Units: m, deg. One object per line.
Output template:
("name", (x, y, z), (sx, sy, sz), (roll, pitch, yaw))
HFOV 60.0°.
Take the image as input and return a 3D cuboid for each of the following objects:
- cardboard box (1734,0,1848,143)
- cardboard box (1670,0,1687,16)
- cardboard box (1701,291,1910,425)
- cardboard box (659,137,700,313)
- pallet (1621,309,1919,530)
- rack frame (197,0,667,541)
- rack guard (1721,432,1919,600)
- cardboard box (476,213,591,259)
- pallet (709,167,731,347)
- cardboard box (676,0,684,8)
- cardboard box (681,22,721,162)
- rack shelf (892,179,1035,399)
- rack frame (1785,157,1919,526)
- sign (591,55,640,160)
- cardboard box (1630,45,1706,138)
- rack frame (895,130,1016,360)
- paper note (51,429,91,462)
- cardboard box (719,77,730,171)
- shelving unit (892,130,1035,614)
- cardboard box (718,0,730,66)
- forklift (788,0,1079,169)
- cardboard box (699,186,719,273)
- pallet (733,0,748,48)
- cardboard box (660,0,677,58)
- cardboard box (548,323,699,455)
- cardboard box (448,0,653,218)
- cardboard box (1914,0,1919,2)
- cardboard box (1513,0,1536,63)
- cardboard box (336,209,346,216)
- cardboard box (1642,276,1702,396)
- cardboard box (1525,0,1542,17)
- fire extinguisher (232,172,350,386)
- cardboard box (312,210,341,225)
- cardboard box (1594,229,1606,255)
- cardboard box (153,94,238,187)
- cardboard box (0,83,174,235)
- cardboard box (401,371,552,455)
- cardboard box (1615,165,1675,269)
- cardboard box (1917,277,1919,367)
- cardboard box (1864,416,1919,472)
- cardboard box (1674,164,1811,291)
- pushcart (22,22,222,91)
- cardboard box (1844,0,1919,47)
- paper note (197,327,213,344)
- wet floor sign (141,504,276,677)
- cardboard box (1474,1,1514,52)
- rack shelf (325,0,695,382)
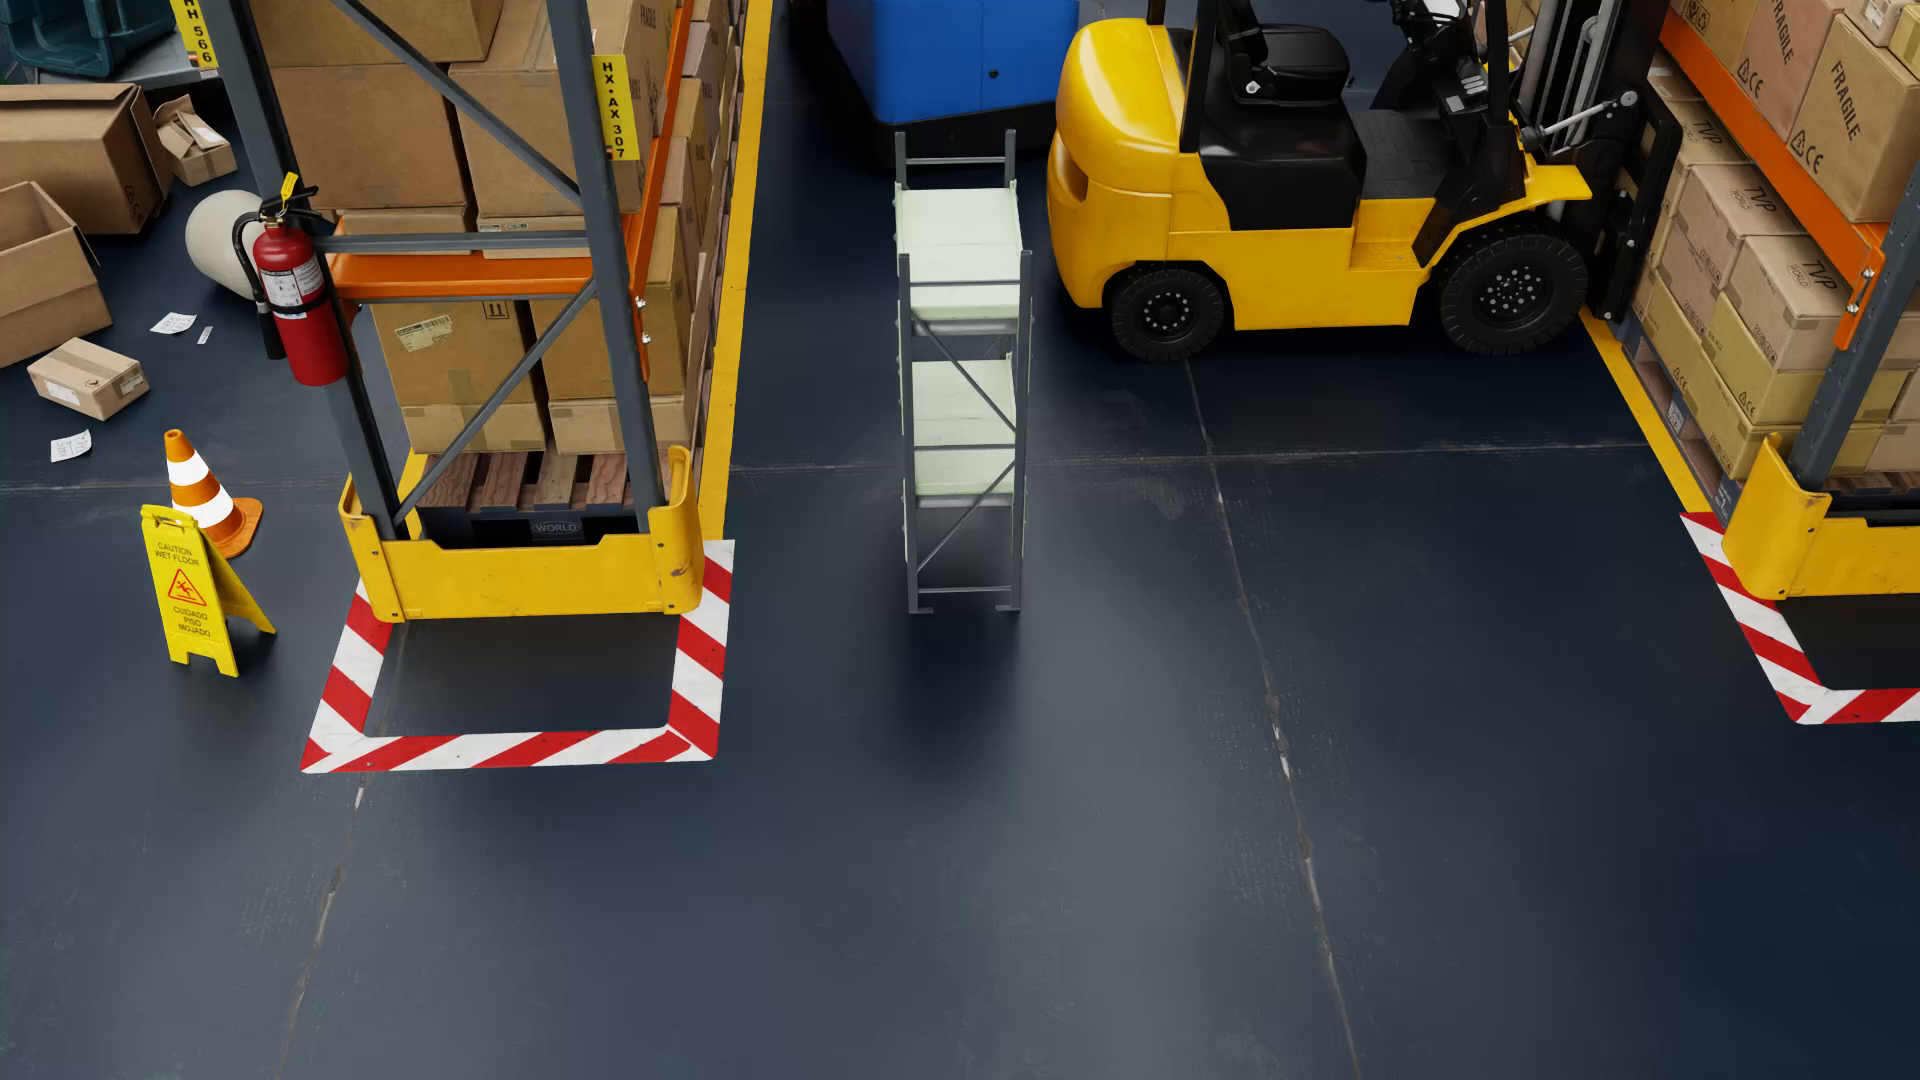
("cardboard box", (3.140, -1.748, 5.864), (0.500, 0.500, 0.500), (0, 43, 0))
("cardboard box", (3.086, -2.433, 6.611), (0.500, 0.500, 0.500), (-1, 43, -2))
("cardboard box", (3.103, -0.681, 6.128), (0.500, 0.250, 0.500), (-2, 43, -2))
("cardboard box", (-1.309, -1.230, 6.542), (0.500, 0.500, 0.500), (-3, 43, -3))
("pallet", (3.362, -0.524, 6.665), (1.003, 0.211, 1.213), (-2, 43, -2))
("rack frame", (-1.523, -0.891, 5.003), (1.000, 3.000, 0.127), (-2, 43, -2))
("rack guard", (3.437, -0.099, 5.988), (1.175, 0.500, 0.348), (-2, 43, -2))
("cardboard box", (-1.331, -1.034, 5.344), (0.380, 0.149, 0.250), (-1, 43, -2))
("pallet", (-1.574, -1.286, 7.497), (1.003, 0.211, 1.213), (-2, 43, -2))
("cardboard box", (-1.300, -2.259, 6.680), (0.380, 0.149, 0.250), (-1, 43, -1))
("cardboard box", (-1.353, -1.930, 7.305), (0.500, 0.500, 0.500), (0, 43, 0))
("rack shelf", (0.000, -0.836, 5.475), (0.431, 0.370, 0.720), (-2, 43, -2))
("rack frame", (3.436, -1.036, 5.161), (1.000, 3.000, 0.127), (-2, 43, -2))
("sign", (-0.981, -1.226, 4.727), (0.100, 0.325, 0.005), (-2, 43, -2))
("cardboard box", (3.032, -1.875, 7.060), (0.500, 0.250, 0.500), (-2, 43, -3))
("rack frame", (-0.015, -0.795, 6.008), (0.400, 1.500, 0.023), (-2, 43, -2))
("paper note", (-3.552, -0.378, 6.640), (0.148, 0.019, 0.142), (-16, 45, -16))
("cardboard box", (-1.367, -1.982, 7.917), (0.500, 0.250, 0.500), (-3, 43, -3))
("shelving unit", (0.000, -0.548, 5.738), (0.431, 1.500, 0.755), (-2, 43, -2))
("cardboard box", (-1.400, -2.618, 8.055), (0.500, 0.500, 0.500), (-2, 43, -2))
("forklift", (-0.333, -3.902, 8.338), (1.130, 2.935, 3.031), (-12, 44, -12))
("cardboard box", (-1.331, -1.298, 7.170), (0.500, 0.250, 0.500), (1, 43, 1))
("pallet", (-1.727, -3.089, 9.464), (1.003, 0.211, 1.213), (-2, 43, -2))
("cardboard box", (-1.314, -2.059, 5.982), (0.500, 0.500, 0.500), (-2, 43, -3))
("cardboard box", (-1.281, -0.585, 6.393), (0.500, 0.250, 0.500), (-2, 43, -2))
("cardboard box", (-1.266, -1.366, 5.226), (0.500, 0.500, 0.500), (-2, 43, -2))
("cardboard box", (3.169, -1.823, 5.245), (0.380, 0.149, 0.250), (-2, 43, -2))
("cardboard box", (3.002, -2.387, 7.988), (0.500, 0.250, 0.500), (-2, 43, -2))
("cardboard box", (-1.874, -1.213, 5.539), (0.380, 0.149, 0.250), (-2, 43, -2))
("cardboard box", (3.089, -0.822, 6.651), (0.500, 0.250, 0.500), (-2, 43, -2))
("cardboard box", (2.985, -2.565, 7.813), (0.500, 0.250, 0.500), (-2, 43, -2))
("fire extinguisher", (-1.979, -0.772, 4.930), (0.296, 0.674, 0.183), (-2, 43, -2))
("cardboard box", (-3.007, -1.909, 7.961), (0.500, 0.500, 0.500), (27, 49, 27))
("cardboard box", (3.032, -1.510, 7.401), (0.500, 0.250, 0.500), (0, 43, 0))
("cardboard box", (-3.803, -1.972, 8.205), (0.258, 0.266, 0.396), (-32, 51, -30))
("cardboard box", (-4.175, -1.765, 7.703), (0.797, 0.637, 0.503), (-2, 43, -2))
("cardboard box", (-1.827, -0.587, 6.394), (0.500, 0.250, 0.500), (-2, 43, -2))
("cardboard box", (3.050, -1.368, 6.877), (0.500, 0.250, 0.500), (-3, 43, -3))
("cardboard box", (3.605, -0.876, 5.970), (0.500, 0.250, 0.500), (-2, 43, -2))
("cardboard box", (3.611, -0.515, 6.316), (0.500, 0.250, 0.500), (-1, 43, -2))
("cardboard box", (3.077, -1.193, 6.315), (0.500, 0.250, 0.500), (-1, 43, -1))
("pushcart", (-3.969, -2.526, 8.726), (1.648, 0.377, 0.936), (-16, 45, -16))
("cardboard box", (3.101, -1.710, 5.342), (0.380, 0.149, 0.250), (-1, 43, -1))
("paper note", (-3.274, -0.889, 7.212), (0.032, 0.001, 0.123), (-2, 43, -2))
("wet floor sign", (-2.584, 0.135, 5.625), (0.267, 0.644, 0.232), (12, 44, 13))
("cardboard box", (2.956, -2.542, 8.527), (0.500, 0.250, 0.500), (-1, 43, -1))
("rack shelf", (-1.608, -1.976, 6.719), (1.077, 0.370, 4.000), (-2, 43, -2))
